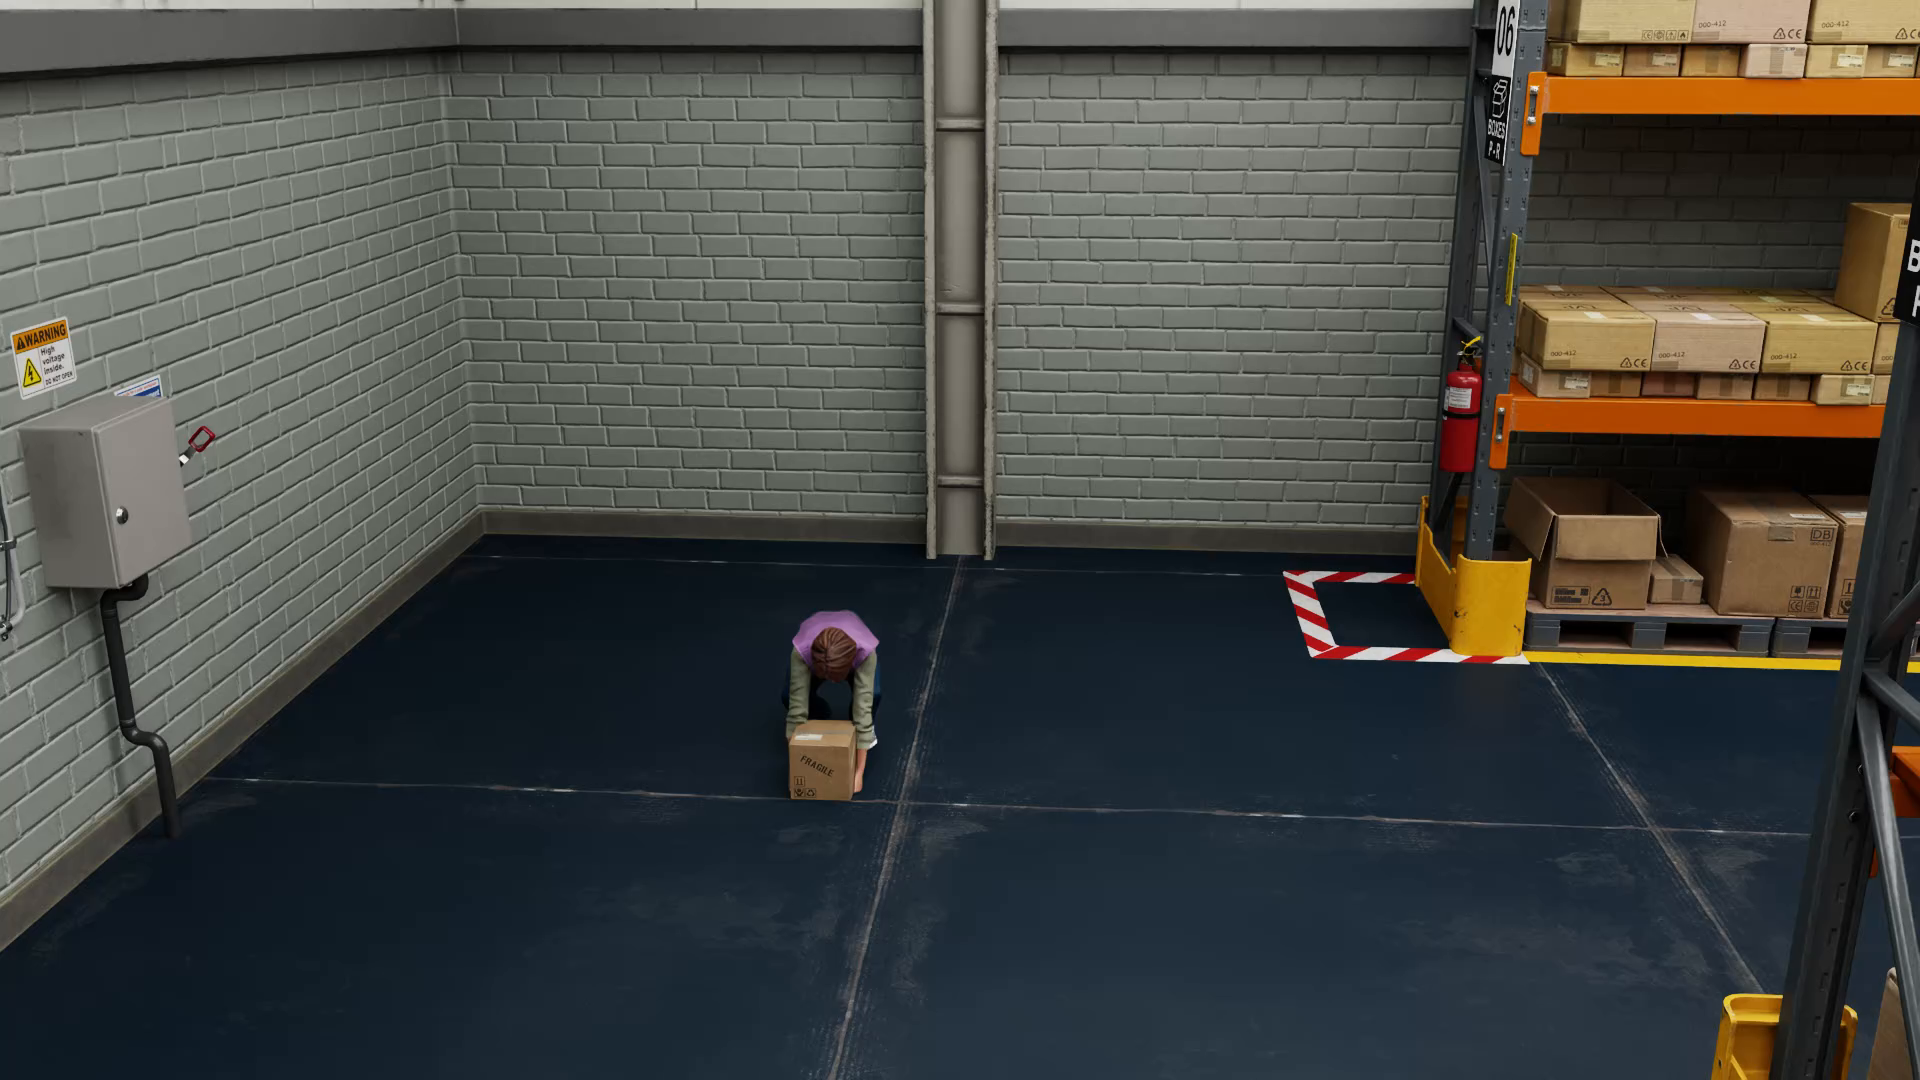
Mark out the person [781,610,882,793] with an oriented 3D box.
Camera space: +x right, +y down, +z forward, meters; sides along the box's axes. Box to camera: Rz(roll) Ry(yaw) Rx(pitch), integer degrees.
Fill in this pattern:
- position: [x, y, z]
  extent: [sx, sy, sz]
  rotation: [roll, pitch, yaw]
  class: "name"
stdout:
- position: [-0.544, 0.639, 7.170]
  extent: [0.432, 0.761, 0.835]
  rotation: [1, 18, 3]
  class: "person"
